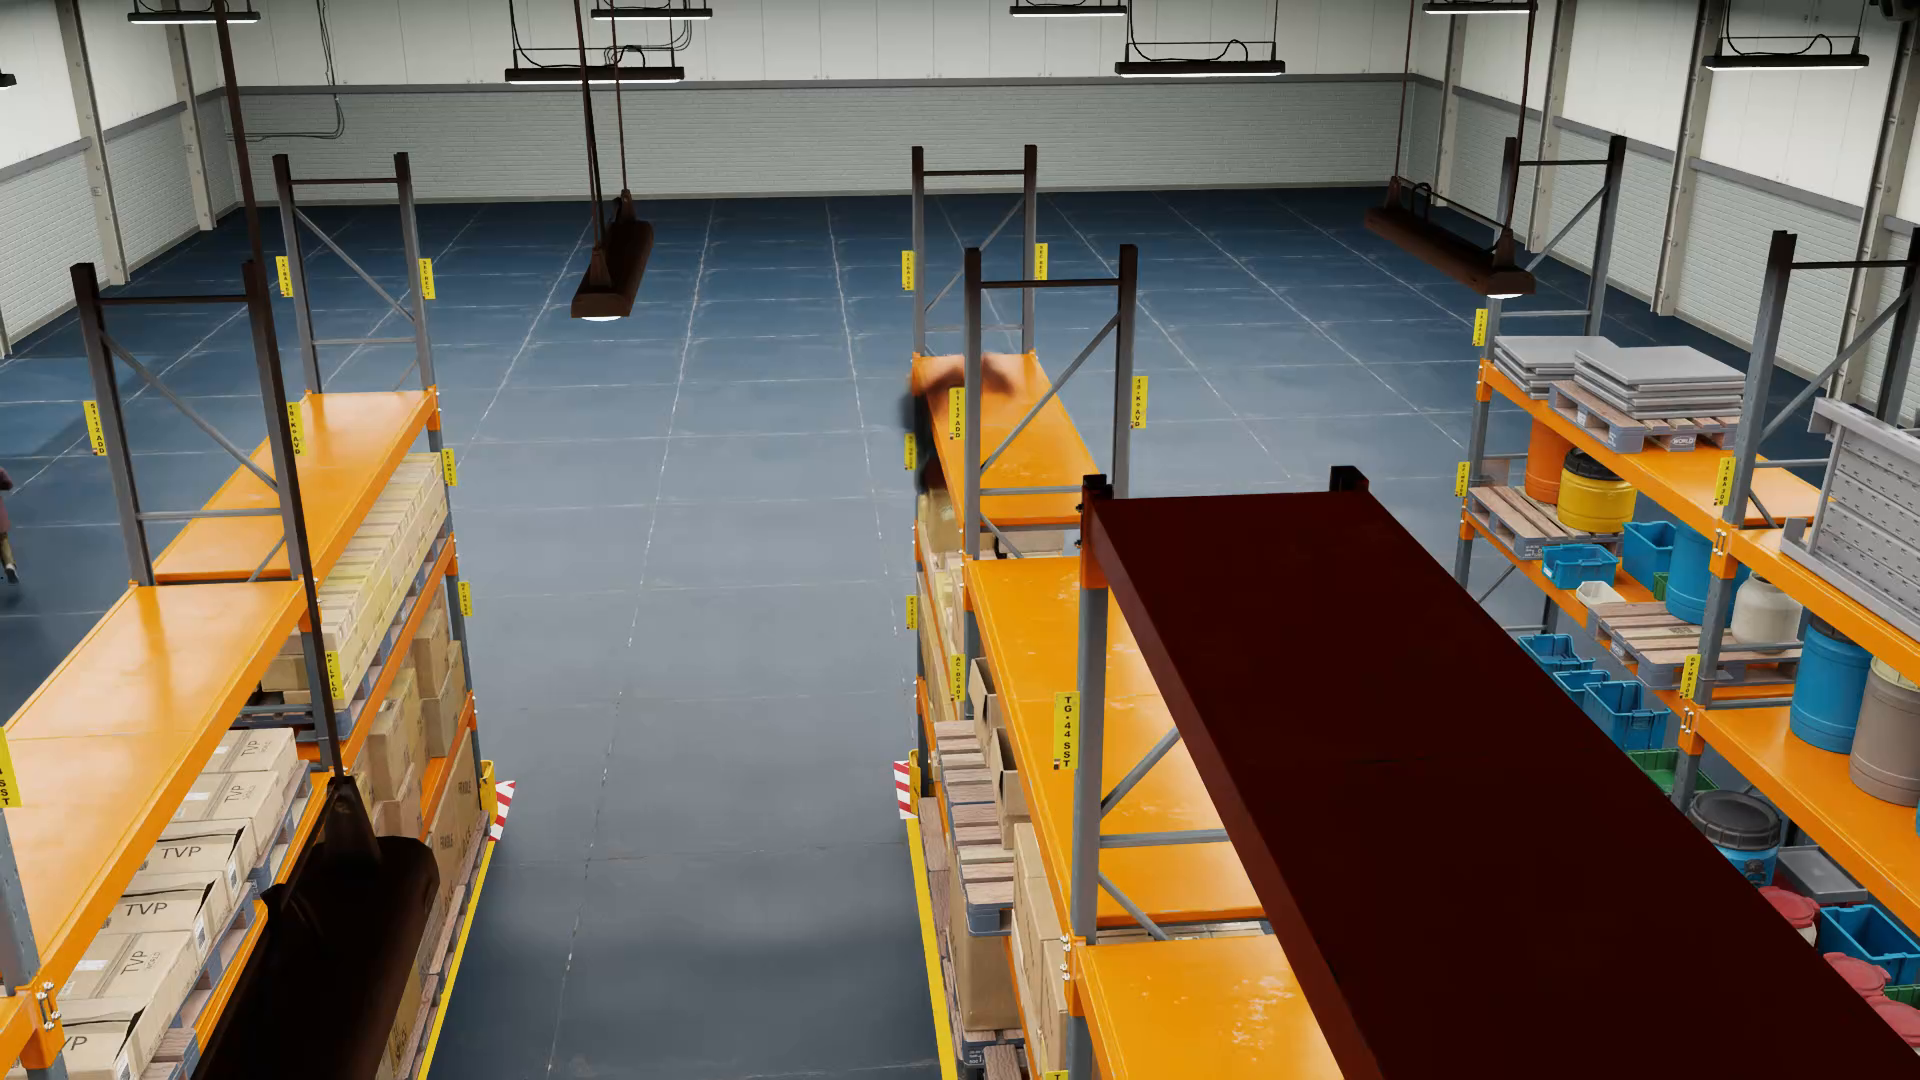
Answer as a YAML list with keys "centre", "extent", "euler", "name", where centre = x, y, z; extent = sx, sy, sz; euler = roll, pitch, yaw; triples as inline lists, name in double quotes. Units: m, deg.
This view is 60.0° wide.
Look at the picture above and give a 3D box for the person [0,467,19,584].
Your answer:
- centre: [-11.664, -0.292, 19.935]
  extent: [0.718, 1.761, 0.965]
  euler: [-17, 27, -36]
  name: "person"
